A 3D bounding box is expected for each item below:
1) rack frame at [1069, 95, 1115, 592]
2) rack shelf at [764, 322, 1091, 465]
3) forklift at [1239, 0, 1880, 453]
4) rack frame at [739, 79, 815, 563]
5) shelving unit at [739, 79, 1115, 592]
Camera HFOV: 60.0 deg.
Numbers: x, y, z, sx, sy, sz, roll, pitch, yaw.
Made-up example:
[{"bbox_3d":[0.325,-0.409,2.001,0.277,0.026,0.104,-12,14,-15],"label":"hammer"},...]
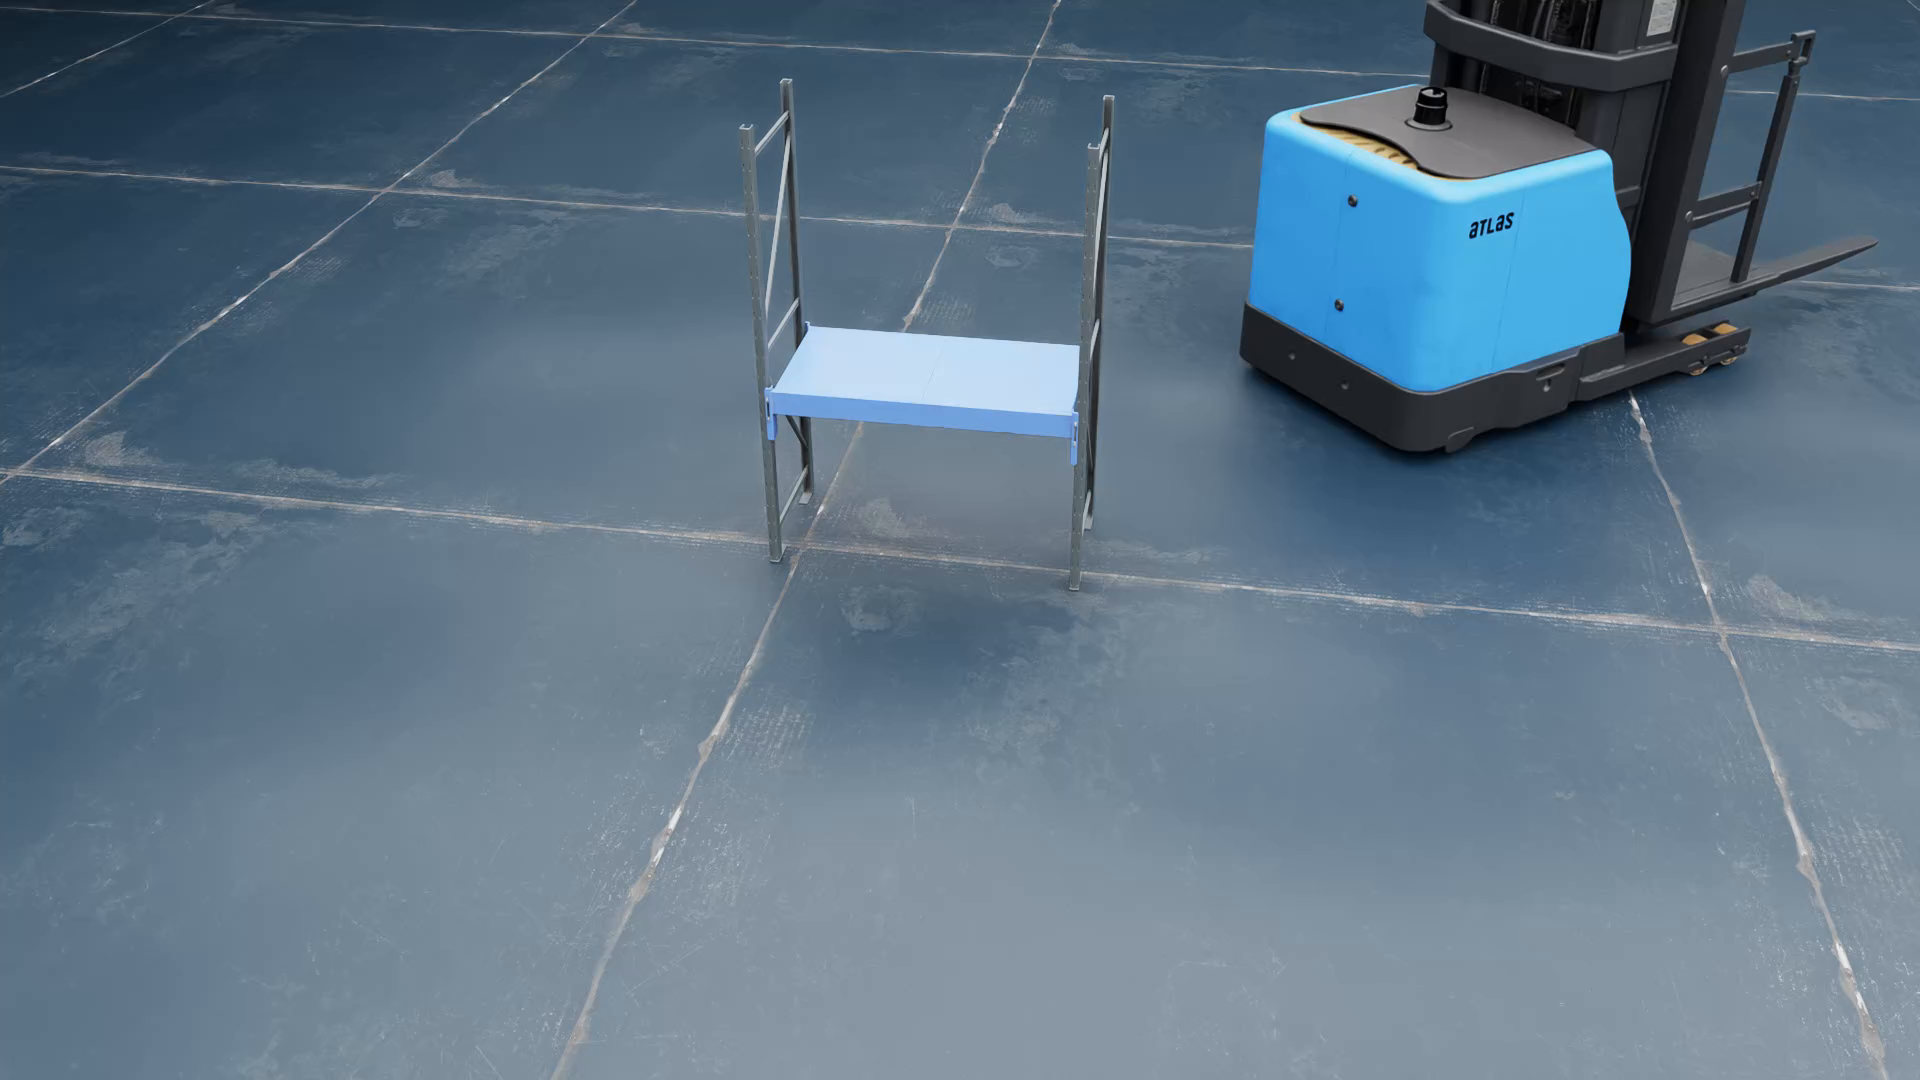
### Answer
[{"bbox_3d":[0.417,-0.598,5.292,0.032,1.500,0.500,5,32,8],"label":"rack frame"},{"bbox_3d":[-0.084,-0.491,5.460,1.000,0.185,0.538,5,32,8],"label":"rack shelf"},{"bbox_3d":[2.675,-2.139,6.404,3.031,2.935,1.130,-18,36,-26],"label":"forklift"},{"bbox_3d":[-0.585,-0.689,5.437,0.032,1.500,0.500,5,32,8],"label":"rack frame"},{"bbox_3d":[-0.084,-0.643,5.364,1.048,1.500,0.538,5,32,8],"label":"shelving unit"}]
